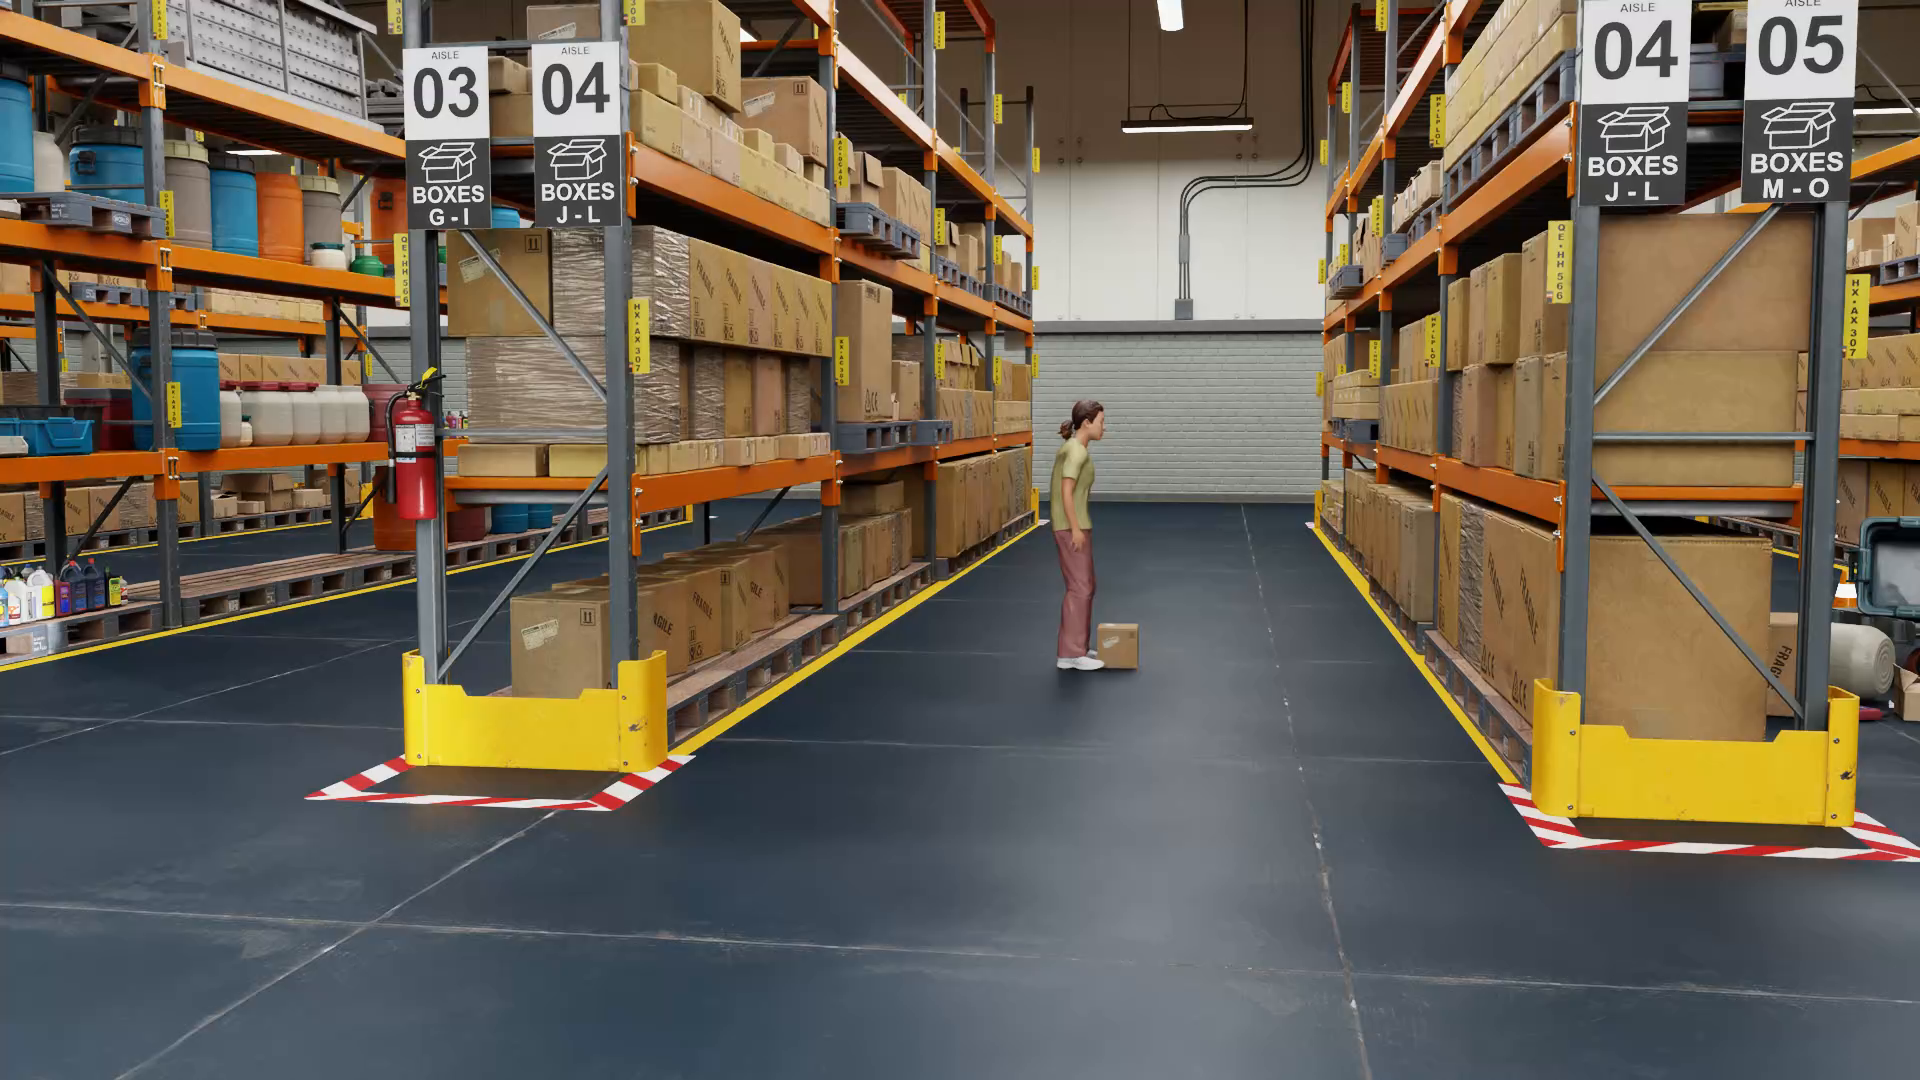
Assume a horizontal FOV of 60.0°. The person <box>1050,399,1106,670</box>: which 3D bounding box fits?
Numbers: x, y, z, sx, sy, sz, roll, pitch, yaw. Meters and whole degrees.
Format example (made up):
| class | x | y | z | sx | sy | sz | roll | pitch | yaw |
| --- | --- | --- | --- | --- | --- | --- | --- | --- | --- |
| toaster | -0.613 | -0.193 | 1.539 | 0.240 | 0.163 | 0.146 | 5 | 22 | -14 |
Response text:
| class | x | y | z | sx | sy | sz | roll | pitch | yaw |
| --- | --- | --- | --- | --- | --- | --- | --- | --- | --- |
| person | 0.746 | -0.045 | 10.434 | 0.365 | 1.671 | 0.505 | 0 | 5 | 6 |
